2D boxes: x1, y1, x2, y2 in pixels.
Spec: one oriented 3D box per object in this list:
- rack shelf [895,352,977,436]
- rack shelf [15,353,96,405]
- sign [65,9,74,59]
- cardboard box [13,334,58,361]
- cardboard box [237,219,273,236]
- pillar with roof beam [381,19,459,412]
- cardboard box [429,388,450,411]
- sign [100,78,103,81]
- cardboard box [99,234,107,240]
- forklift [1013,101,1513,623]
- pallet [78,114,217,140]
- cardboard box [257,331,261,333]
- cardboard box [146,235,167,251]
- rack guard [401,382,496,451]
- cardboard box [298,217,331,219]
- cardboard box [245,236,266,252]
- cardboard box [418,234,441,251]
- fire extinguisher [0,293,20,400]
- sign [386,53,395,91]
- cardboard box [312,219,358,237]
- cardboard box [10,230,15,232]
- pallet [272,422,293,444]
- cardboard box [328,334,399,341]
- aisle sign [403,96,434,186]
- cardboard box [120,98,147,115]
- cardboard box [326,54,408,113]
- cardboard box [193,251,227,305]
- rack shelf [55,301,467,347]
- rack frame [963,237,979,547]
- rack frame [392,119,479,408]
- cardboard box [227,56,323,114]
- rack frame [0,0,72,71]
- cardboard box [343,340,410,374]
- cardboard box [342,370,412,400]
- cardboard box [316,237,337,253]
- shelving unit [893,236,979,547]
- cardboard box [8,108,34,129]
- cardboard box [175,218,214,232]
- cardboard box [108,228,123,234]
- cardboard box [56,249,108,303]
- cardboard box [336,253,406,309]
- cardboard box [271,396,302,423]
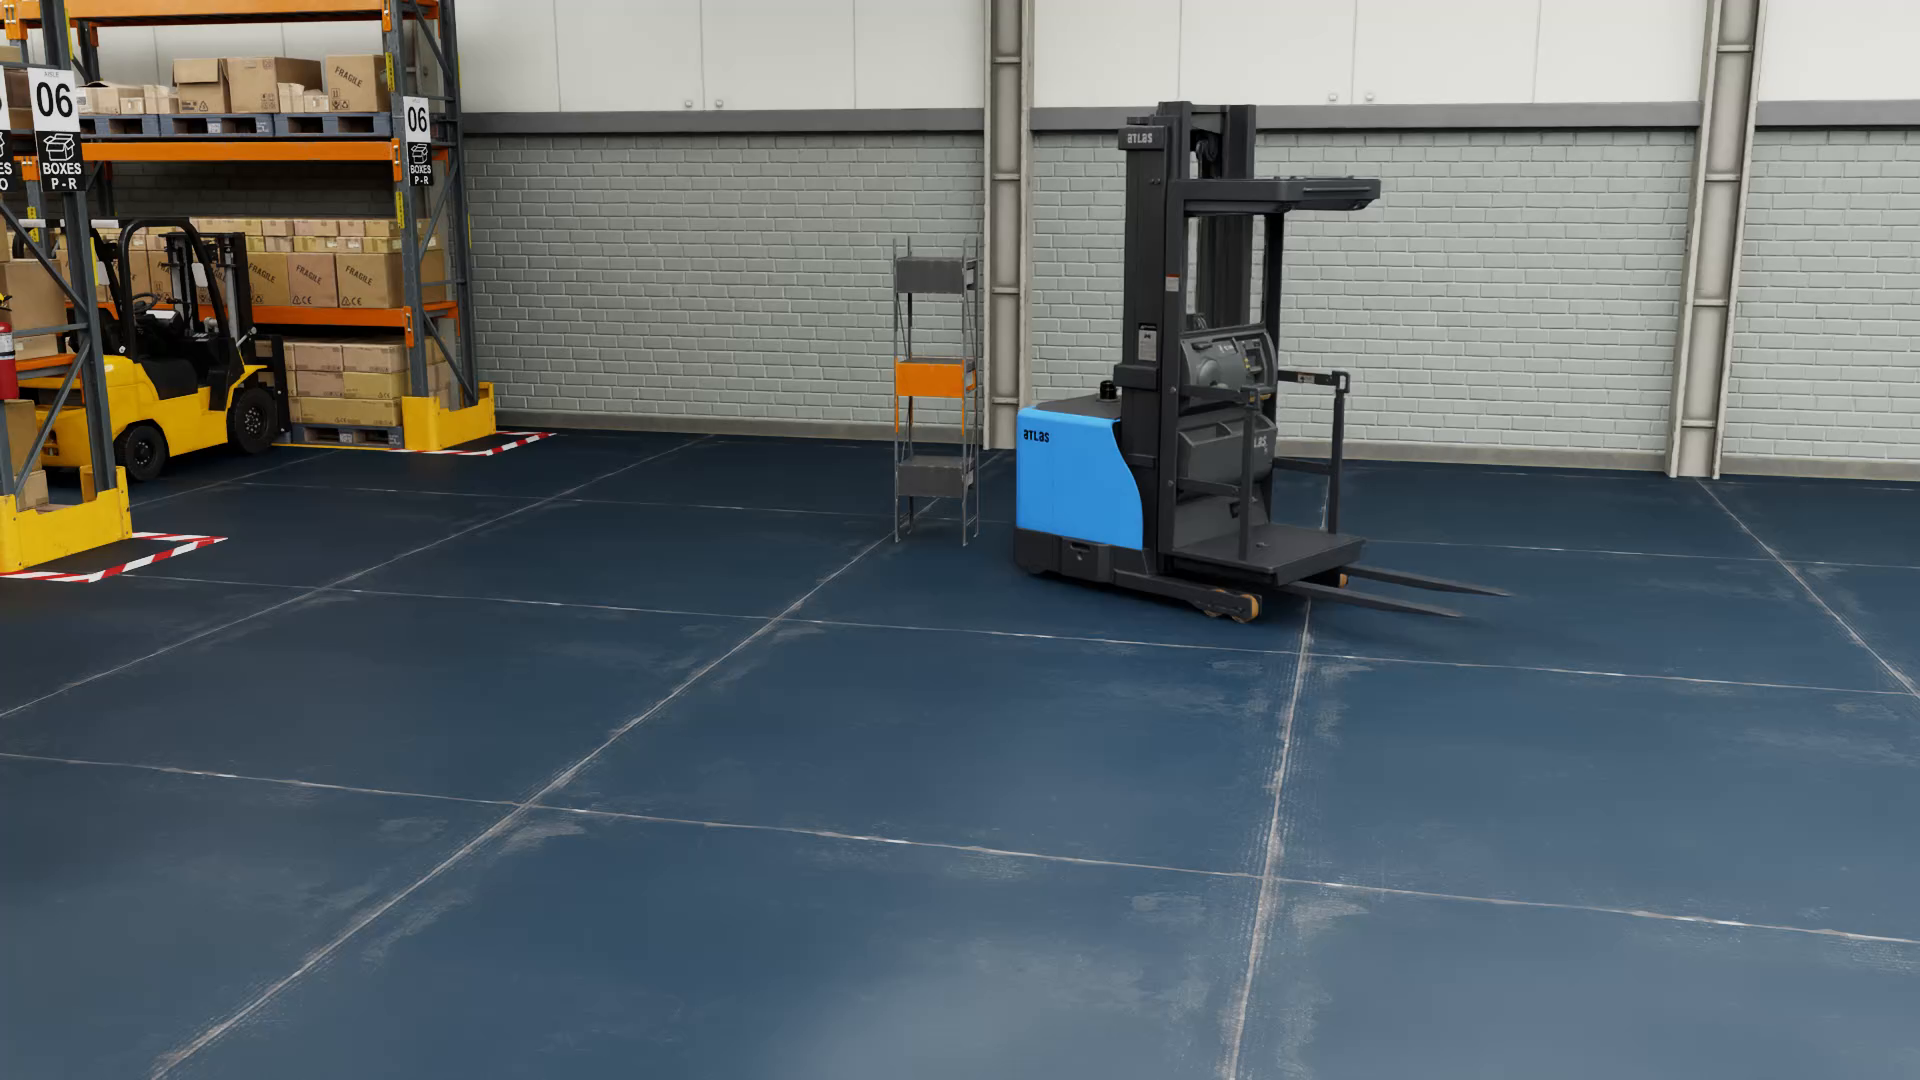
[{"bbox_3d":[-0.161,-1.020,11.548,0.480,0.518,0.431,3,13,14],"label":"rack shelf"},{"bbox_3d":[-8.050,-1.129,11.557,4.000,0.370,1.077,3,13,14],"label":"rack shelf"},{"bbox_3d":[-5.978,-3.381,11.106,0.005,0.325,0.100,3,13,14],"label":"sign"},{"bbox_3d":[-6.388,-1.315,11.314,0.250,0.149,0.380,3,13,14],"label":"cardboard box"},{"bbox_3d":[-6.584,-2.950,15.691,0.250,0.149,0.380,3,13,15],"label":"cardboard box"},{"bbox_3d":[-6.414,-4.669,12.004,0.400,9.000,9.100,3,13,14],"label":"pillar with roof beam"},{"bbox_3d":[-5.353,-1.350,16.270,0.500,0.250,0.500,3,13,14],"label":"cardboard box"},{"bbox_3d":[-8.675,-4.500,16.790,0.005,0.325,0.100,3,13,14],"label":"sign"},{"bbox_3d":[-8.308,-2.908,16.189,0.250,0.149,0.380,3,13,15],"label":"cardboard box"},{"bbox_3d":[1.771,-1.081,9.839,3.031,2.935,1.130,11,17,41],"label":"forklift"},{"bbox_3d":[-7.972,-4.010,16.162,1.213,0.211,1.003,3,13,14],"label":"pallet"},{"bbox_3d":[-7.299,-1.942,16.630,0.500,0.250,0.500,3,13,14],"label":"cardboard box"},{"bbox_3d":[-7.572,-2.858,15.963,0.250,0.149,0.380,3,13,13],"label":"cardboard box"},{"bbox_3d":[-4.899,-1.199,15.982,0.348,0.500,1.175,3,13,14],"label":"rack guard"},{"bbox_3d":[-6.202,-3.049,16.136,0.250,0.149,0.380,3,13,15],"label":"cardboard box"},{"bbox_3d":[-6.578,-2.806,15.728,0.250,0.149,0.380,3,13,14],"label":"cardboard box"},{"bbox_3d":[-5.190,-2.858,15.961,0.250,0.149,0.380,3,13,12],"label":"cardboard box"},{"bbox_3d":[-6.108,-1.236,10.556,0.183,0.674,0.296,3,13,14],"label":"fire extinguisher"},{"bbox_3d":[-5.066,-4.165,14.794,0.005,0.325,0.100,3,13,14],"label":"sign"},{"bbox_3d":[-5.828,-2.919,15.552,0.250,0.149,0.380,3,13,15],"label":"cardboard box"},{"bbox_3d":[-9.586,-3.095,17.029,0.250,0.149,0.380,3,13,13],"label":"cardboard box"},{"bbox_3d":[-6.856,-1.154,16.446,1.213,0.211,1.003,3,13,14],"label":"pallet"},{"bbox_3d":[-5.830,-1.861,16.266,0.500,0.250,0.500,3,13,14],"label":"cardboard box"},{"bbox_3d":[-4.929,-3.624,15.142,0.004,0.787,0.394,3,13,14],"label":"aisle sign"},{"bbox_3d":[-7.697,-4.096,15.726,0.250,0.149,0.380,3,13,15],"label":"cardboard box"},{"bbox_3d":[-5.411,-4.159,15.198,0.500,0.500,0.500,3,13,15],"label":"cardboard box"},{"bbox_3d":[-6.953,-2.519,15.929,0.500,0.500,0.500,3,13,14],"label":"cardboard box"},{"bbox_3d":[-6.864,-2.173,16.263,4.000,0.370,1.077,3,13,14],"label":"rack shelf"},{"bbox_3d":[0.076,-1.021,11.488,0.015,2.100,0.400,3,13,14],"label":"rack frame"},{"bbox_3d":[-4.923,-2.420,15.717,0.127,3.000,1.000,3,13,14],"label":"rack frame"},{"bbox_3d":[-6.381,-4.233,15.532,0.500,0.500,0.700,3,13,14],"label":"cardboard box"},{"bbox_3d":[-6.108,-4.305,10.362,0.127,3.000,1.000,3,13,14],"label":"rack frame"},{"bbox_3d":[-5.444,-1.729,15.673,0.500,0.250,0.500,4,13,15],"label":"cardboard box"},{"bbox_3d":[-5.470,-1.486,15.733,0.500,0.250,0.500,3,13,13],"label":"cardboard box"},{"bbox_3d":[-5.819,-2.778,15.602,0.250,0.149,0.380,3,13,15],"label":"cardboard box"},{"bbox_3d":[-0.161,-1.034,11.545,0.503,2.100,0.431,3,13,14],"label":"shelving unit"},{"bbox_3d":[-6.352,-2.803,11.099,0.250,0.149,0.380,3,13,14],"label":"cardboard box"},{"bbox_3d":[-7.298,-3.009,15.957,0.250,0.149,0.380,3,13,13],"label":"cardboard box"},{"bbox_3d":[-8.042,-3.054,16.157,0.250,0.149,0.380,3,13,12],"label":"cardboard box"},{"bbox_3d":[-8.438,-2.599,16.291,0.500,0.500,0.500,3,13,12],"label":"cardboard box"},{"bbox_3d":[-5.463,-2.439,15.572,0.500,0.500,0.500,3,13,12],"label":"cardboard box"},{"bbox_3d":[-6.419,-1.297,16.031,0.500,0.250,0.500,3,13,14],"label":"cardboard box"}]
